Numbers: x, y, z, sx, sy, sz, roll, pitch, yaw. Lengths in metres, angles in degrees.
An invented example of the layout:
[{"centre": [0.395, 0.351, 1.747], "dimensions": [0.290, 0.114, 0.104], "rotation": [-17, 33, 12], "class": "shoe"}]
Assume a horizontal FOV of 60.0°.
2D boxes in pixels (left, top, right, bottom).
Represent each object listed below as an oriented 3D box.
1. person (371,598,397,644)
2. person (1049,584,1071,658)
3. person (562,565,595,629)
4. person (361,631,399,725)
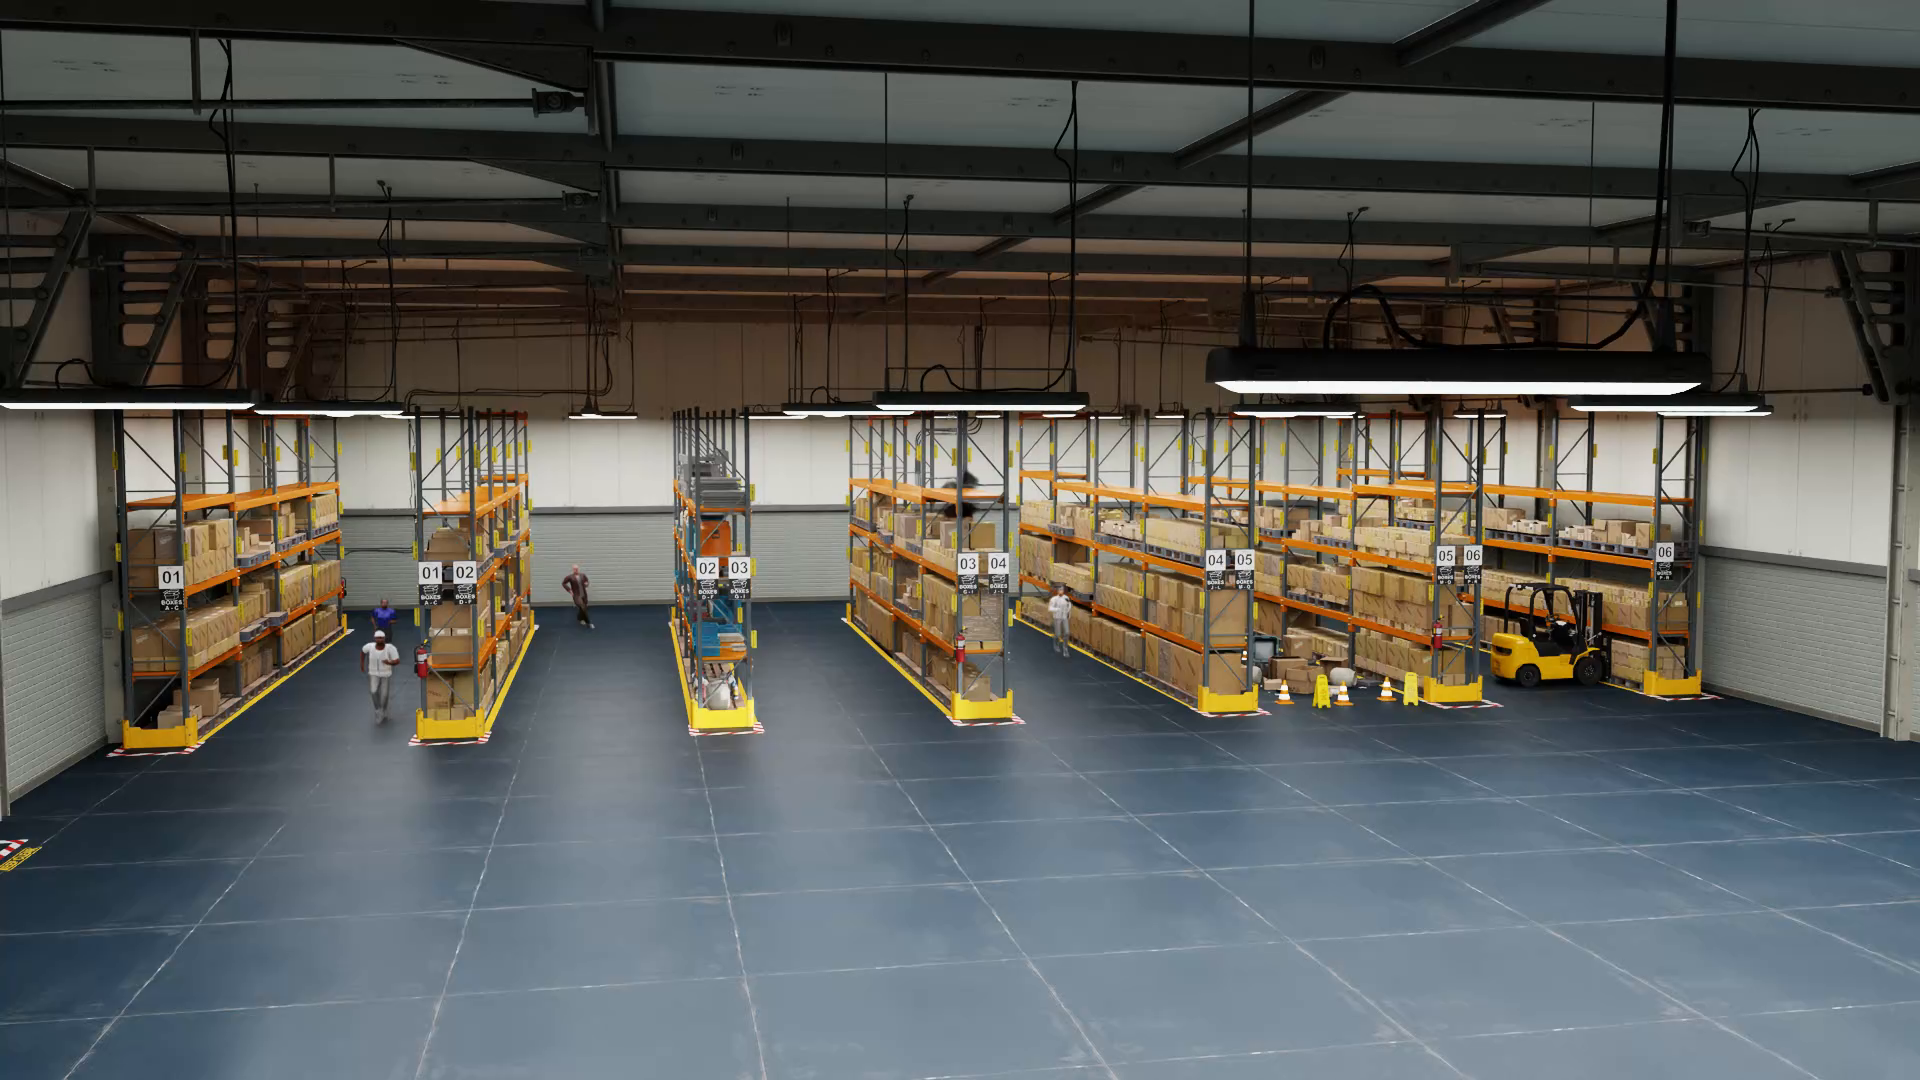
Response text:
[{"centre": [-13.258, 2.182, 38.320], "dimensions": [0.558, 1.721, 0.774], "rotation": [-2, 4, -24], "class": "person"}, {"centre": [2.377, 1.891, 39.300], "dimensions": [0.594, 1.729, 0.755], "rotation": [-1, 4, -10], "class": "person"}, {"centre": [-10.573, 1.570, 46.022], "dimensions": [0.714, 1.770, 0.928], "rotation": [-4, 6, -43], "class": "person"}, {"centre": [-11.049, 2.599, 31.688], "dimensions": [0.729, 1.785, 0.835], "rotation": [-1, 4, -12], "class": "person"}]
